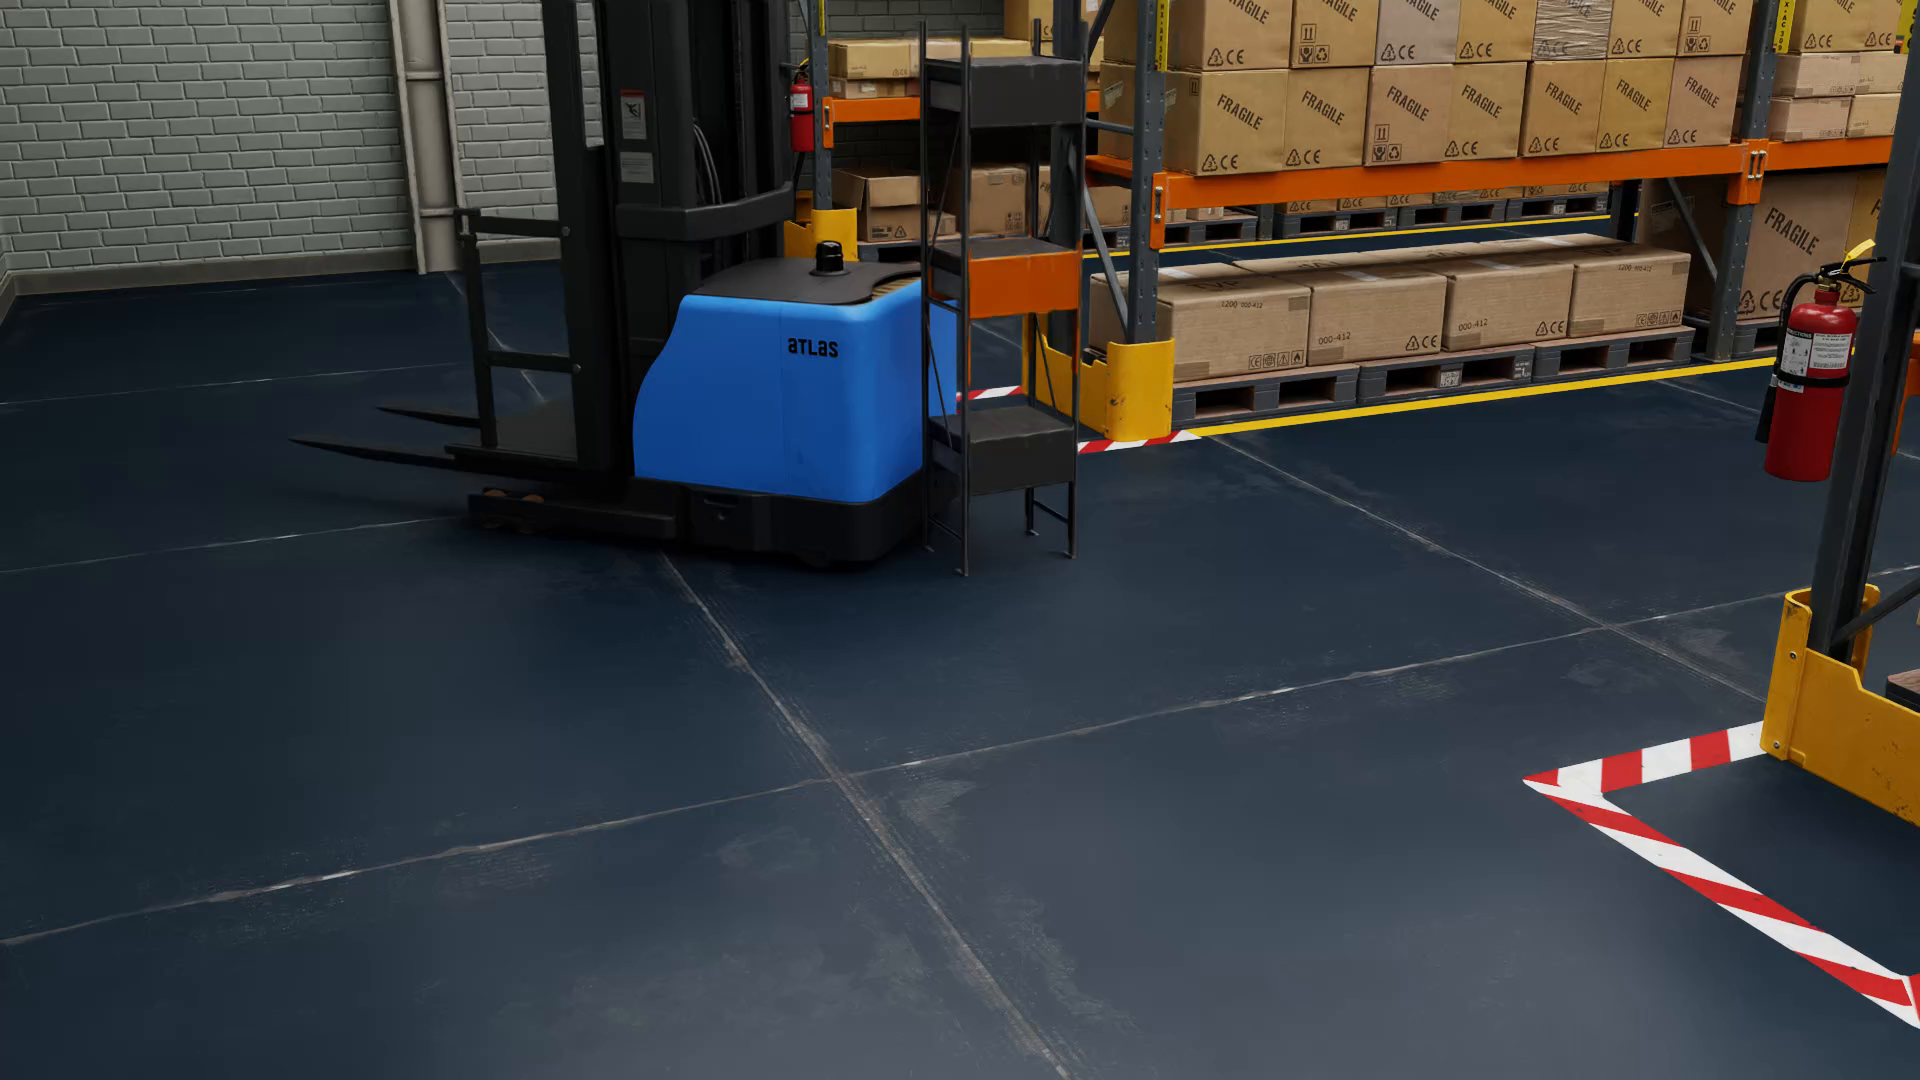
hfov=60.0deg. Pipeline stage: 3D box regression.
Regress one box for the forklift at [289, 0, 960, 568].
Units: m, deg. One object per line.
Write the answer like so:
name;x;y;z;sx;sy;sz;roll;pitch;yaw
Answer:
forklift;-1.571;-1.561;7.044;3.031;2.935;1.130;7;21;20

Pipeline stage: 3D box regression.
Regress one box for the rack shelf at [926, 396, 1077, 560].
rack shelf;0.159;-0.261;6.750;0.480;0.518;0.431;-9;21;-24

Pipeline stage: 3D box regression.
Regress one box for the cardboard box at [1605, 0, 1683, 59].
cardboard box;3.619;-2.941;9.202;0.500;0.500;0.500;-8;21;-23

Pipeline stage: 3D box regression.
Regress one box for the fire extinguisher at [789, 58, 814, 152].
fire extinguisher;-1.182;-3.247;12.406;0.183;0.674;0.296;-8;21;-22

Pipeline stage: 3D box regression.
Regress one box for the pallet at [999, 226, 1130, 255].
pallet;0.690;-2.579;14.029;1.213;0.211;1.003;-8;21;-22

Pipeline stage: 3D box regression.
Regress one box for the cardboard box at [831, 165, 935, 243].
cardboard box;-0.631;-2.692;13.278;0.637;0.503;0.797;-9;21;-24

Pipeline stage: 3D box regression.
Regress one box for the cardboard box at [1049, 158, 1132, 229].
cardboard box;1.122;-2.928;13.952;0.500;0.500;0.700;-9;21;-24

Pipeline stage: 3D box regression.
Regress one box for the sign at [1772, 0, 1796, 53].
sign;4.633;-2.910;9.346;0.005;0.325;0.100;-8;21;-22

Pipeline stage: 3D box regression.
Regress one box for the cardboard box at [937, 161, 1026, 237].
cardboard box;0.169;-2.791;13.564;0.500;0.500;0.700;-7;21;-20

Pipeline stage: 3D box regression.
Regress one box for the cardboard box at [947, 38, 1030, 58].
cardboard box;0.220;-3.801;13.079;0.500;0.250;0.500;-9;21;-23

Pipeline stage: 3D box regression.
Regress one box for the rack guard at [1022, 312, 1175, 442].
rack guard;0.717;-0.924;8.895;0.348;0.500;1.175;-8;21;-22

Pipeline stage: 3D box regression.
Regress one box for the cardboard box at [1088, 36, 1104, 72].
cardboard box;1.154;-3.942;13.480;0.500;0.250;0.500;-8;21;-22

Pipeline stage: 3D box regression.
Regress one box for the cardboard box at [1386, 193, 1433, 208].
cardboard box;3.921;-3.297;15.002;0.500;0.500;0.500;-9;21;-24

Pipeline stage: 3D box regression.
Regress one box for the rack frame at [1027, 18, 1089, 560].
rack frame;0.379;-0.969;6.613;0.015;2.100;0.400;-9;21;-24

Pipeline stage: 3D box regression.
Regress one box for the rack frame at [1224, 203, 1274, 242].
rack frame;2.442;-4.146;14.281;0.127;3.000;1.000;-8;21;-22

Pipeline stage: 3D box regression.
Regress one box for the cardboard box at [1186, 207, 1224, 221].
cardboard box;2.047;-2.837;14.222;0.250;0.149;0.380;-9;21;-24

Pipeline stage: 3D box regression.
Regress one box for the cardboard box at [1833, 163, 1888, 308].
cardboard box;5.776;-2.056;10.911;0.875;0.875;0.875;-8;21;-20

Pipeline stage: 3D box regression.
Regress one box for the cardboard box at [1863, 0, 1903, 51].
cardboard box;5.386;-3.197;9.930;0.500;0.500;0.500;-8;21;-22

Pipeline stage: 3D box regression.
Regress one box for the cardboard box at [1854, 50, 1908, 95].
cardboard box;5.395;-2.847;10.064;0.500;0.250;0.500;-8;21;-21

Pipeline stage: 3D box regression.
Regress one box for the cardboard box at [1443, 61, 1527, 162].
cardboard box;2.675;-2.337;8.992;0.500;0.500;0.500;-7;21;-20

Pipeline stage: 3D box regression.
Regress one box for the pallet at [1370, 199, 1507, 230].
pallet;4.296;-3.111;15.540;1.213;0.211;1.003;-8;21;-22

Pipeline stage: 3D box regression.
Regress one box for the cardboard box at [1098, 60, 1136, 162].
cardboard box;1.077;-2.298;8.881;0.500;0.500;0.500;-8;21;-22

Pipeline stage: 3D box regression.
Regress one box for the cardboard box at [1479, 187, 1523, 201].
cardboard box;4.869;-3.438;15.401;0.500;0.500;0.500;-7;21;-20

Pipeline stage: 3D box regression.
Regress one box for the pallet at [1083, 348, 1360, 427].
pallet;1.442;-0.920;9.318;1.213;0.211;1.003;-8;21;-22

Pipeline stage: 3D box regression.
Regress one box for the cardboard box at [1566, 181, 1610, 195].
cardboard box;5.812;-3.570;15.776;0.500;0.500;0.500;-8;21;-20

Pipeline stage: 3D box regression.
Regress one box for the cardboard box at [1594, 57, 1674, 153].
cardboard box;3.617;-2.472;9.375;0.500;0.500;0.500;-9;21;-23

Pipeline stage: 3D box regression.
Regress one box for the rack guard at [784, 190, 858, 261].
rack guard;-1.161;-2.451;13.230;0.348;0.500;1.175;-8;21;-22

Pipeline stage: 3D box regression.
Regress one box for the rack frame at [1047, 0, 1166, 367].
rack frame;0.739;-2.107;8.489;0.127;3.000;1.000;-8;21;-22

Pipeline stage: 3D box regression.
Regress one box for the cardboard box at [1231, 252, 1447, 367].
cardboard box;2.143;-1.336;9.527;0.875;0.438;0.875;-8;21;-20

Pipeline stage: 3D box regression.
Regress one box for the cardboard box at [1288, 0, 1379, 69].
cardboard box;1.764;-2.672;8.438;0.500;0.500;0.500;-9;21;-23

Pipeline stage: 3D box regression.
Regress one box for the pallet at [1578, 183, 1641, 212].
pallet;6.887;-3.453;16.512;1.213;0.211;1.003;-8;21;-22

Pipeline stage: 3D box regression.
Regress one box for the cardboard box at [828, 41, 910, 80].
cardboard box;-0.707;-3.667;12.698;0.500;0.250;0.500;-8;21;-22

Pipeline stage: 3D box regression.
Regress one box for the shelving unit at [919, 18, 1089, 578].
shelving unit;0.159;-0.934;6.513;0.503;2.100;0.431;-9;21;-24

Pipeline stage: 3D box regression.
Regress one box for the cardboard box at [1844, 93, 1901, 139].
cardboard box;5.395;-2.608;10.138;0.500;0.250;0.500;-9;21;-23

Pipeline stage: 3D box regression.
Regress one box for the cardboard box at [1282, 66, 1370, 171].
cardboard box;1.747;-2.204;8.616;0.500;0.500;0.500;-8;21;-23

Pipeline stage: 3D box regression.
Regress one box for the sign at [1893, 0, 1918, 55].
sign;2.591;-1.478;4.483;0.005;0.325;0.100;-8;21;-22

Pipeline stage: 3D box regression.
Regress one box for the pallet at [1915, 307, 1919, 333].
pallet;6.213;-1.604;11.259;1.213;0.211;1.003;-8;21;-22

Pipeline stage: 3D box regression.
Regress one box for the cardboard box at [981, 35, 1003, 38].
cardboard box;0.498;-4.031;13.731;0.500;0.250;0.500;-8;21;-22

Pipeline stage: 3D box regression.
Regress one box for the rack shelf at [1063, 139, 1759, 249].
rack shelf;2.576;-2.030;9.355;4.000;0.370;1.077;-8;21;-22

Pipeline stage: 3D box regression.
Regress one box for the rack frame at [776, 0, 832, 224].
rack frame;-1.230;-3.620;12.786;0.127;3.000;1.000;-8;21;-22

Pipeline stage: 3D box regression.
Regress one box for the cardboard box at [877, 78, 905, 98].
cardboard box;-0.605;-3.508;12.848;0.250;0.149;0.380;-8;21;-21

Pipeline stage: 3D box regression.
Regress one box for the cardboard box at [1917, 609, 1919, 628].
cardboard box;3.164;0.239;5.038;0.250;0.149;0.380;-9;21;-23

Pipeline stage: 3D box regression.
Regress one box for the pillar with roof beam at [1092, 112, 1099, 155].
pillar with roof beam;3.151;-5.846;10.076;0.400;9.000;9.100;-8;21;-22

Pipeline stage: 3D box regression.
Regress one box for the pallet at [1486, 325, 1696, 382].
pallet;3.683;-1.241;10.230;1.213;0.211;1.003;-8;21;-22

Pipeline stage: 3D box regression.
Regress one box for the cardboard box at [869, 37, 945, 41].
cardboard box;-0.439;-3.898;13.355;0.500;0.250;0.500;-8;21;-22

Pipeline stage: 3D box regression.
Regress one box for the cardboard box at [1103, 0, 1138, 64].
cardboard box;1.088;-2.761;8.692;0.500;0.500;0.500;-7;21;-20

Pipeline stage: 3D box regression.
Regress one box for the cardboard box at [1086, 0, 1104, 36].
cardboard box;0.970;-4.455;13.806;0.500;0.500;0.500;-9;21;-23

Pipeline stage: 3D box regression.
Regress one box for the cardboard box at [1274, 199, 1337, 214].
cardboard box;2.976;-3.160;14.612;0.500;0.500;0.500;-7;21;-20

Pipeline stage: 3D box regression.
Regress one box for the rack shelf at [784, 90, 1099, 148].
rack shelf;0.606;-3.544;13.653;4.000;0.370;1.077;-8;21;-22

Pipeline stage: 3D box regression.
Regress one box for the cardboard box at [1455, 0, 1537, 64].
cardboard box;2.692;-2.808;8.824;0.500;0.500;0.500;-8;21;-22

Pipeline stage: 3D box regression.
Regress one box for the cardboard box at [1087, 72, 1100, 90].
cardboard box;1.034;-3.758;13.557;0.250;0.149;0.380;-8;21;-21

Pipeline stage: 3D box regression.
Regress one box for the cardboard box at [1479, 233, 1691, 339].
cardboard box;3.793;-1.573;10.197;0.875;0.438;0.875;-8;21;-23
